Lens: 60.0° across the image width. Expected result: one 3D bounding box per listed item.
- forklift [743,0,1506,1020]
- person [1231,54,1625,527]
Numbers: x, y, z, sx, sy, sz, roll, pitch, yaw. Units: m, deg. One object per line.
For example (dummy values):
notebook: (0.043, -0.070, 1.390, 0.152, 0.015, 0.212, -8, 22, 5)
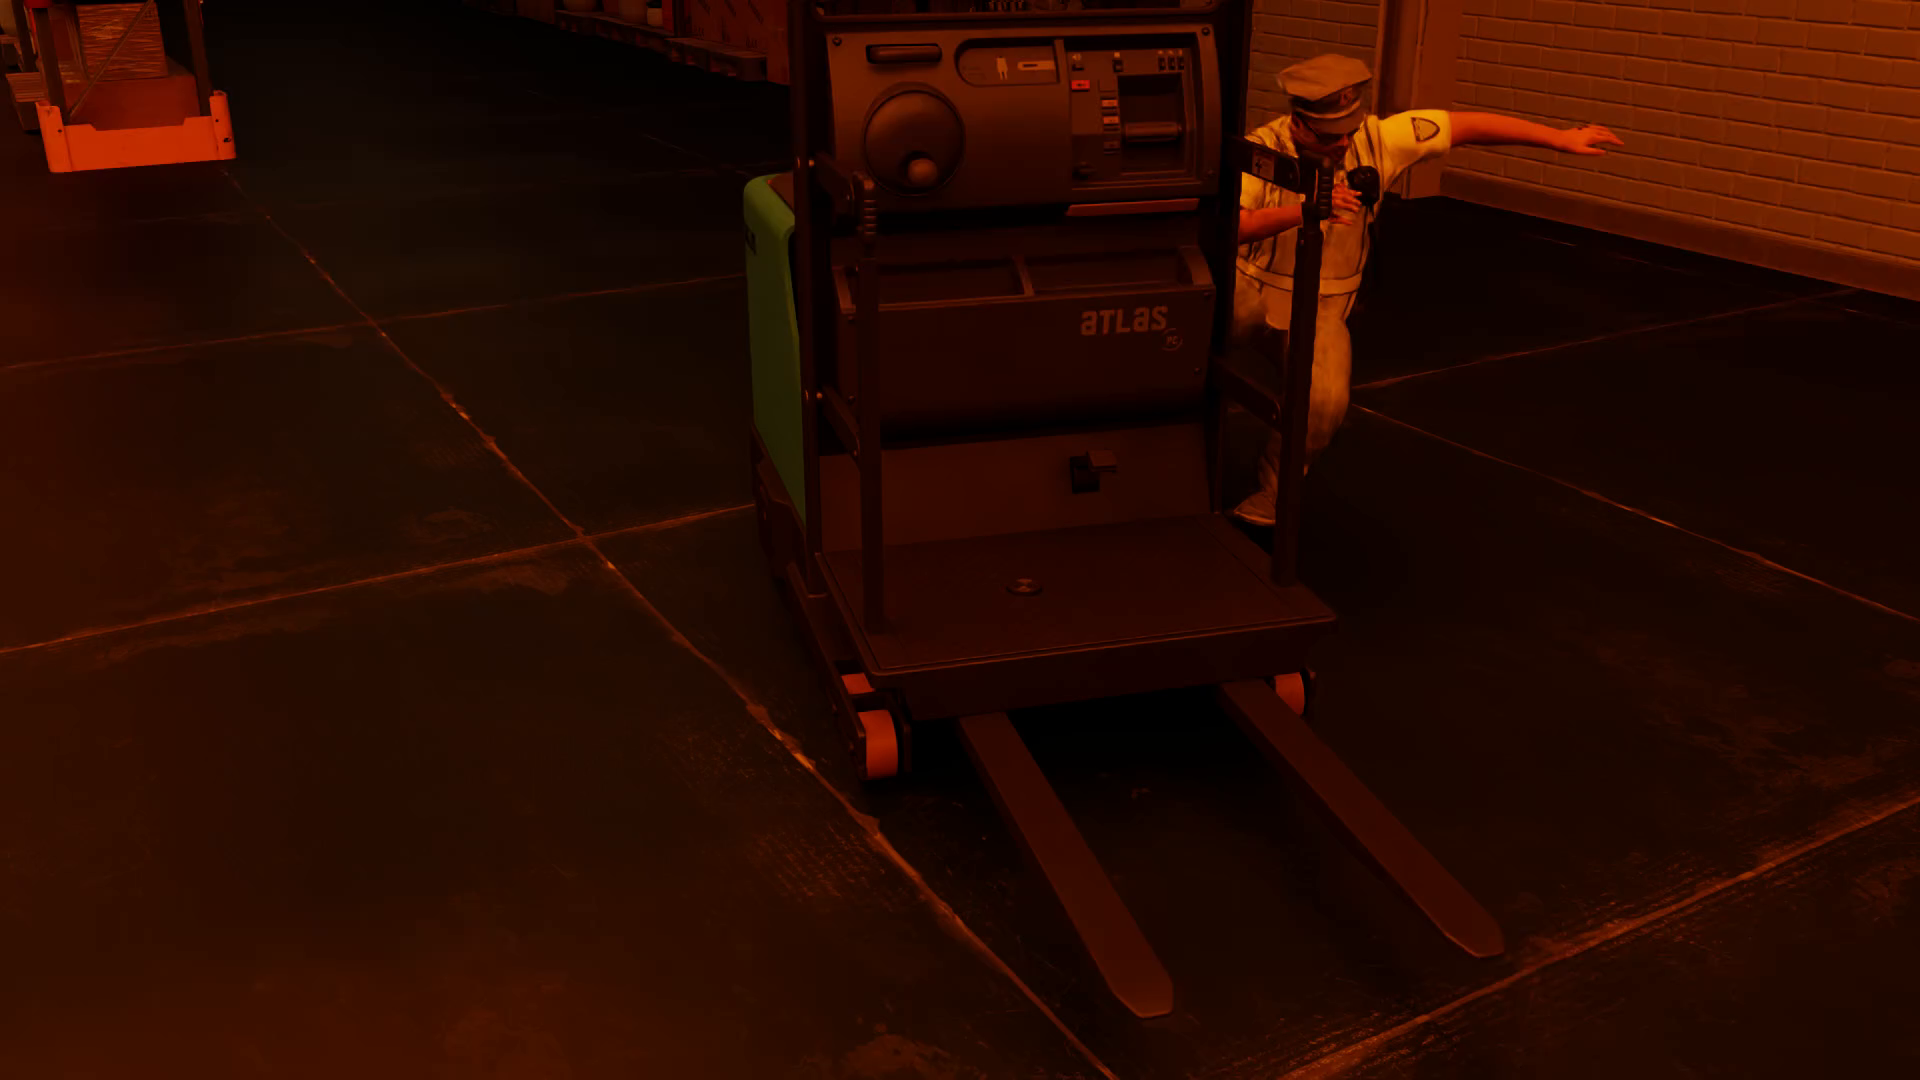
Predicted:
forklift: (0.216, -0.969, 3.634, 1.130, 2.935, 3.031, -6, 23, -14)
person: (1.091, -0.710, 4.870, 1.589, 1.373, 0.816, 0, 22, -1)
